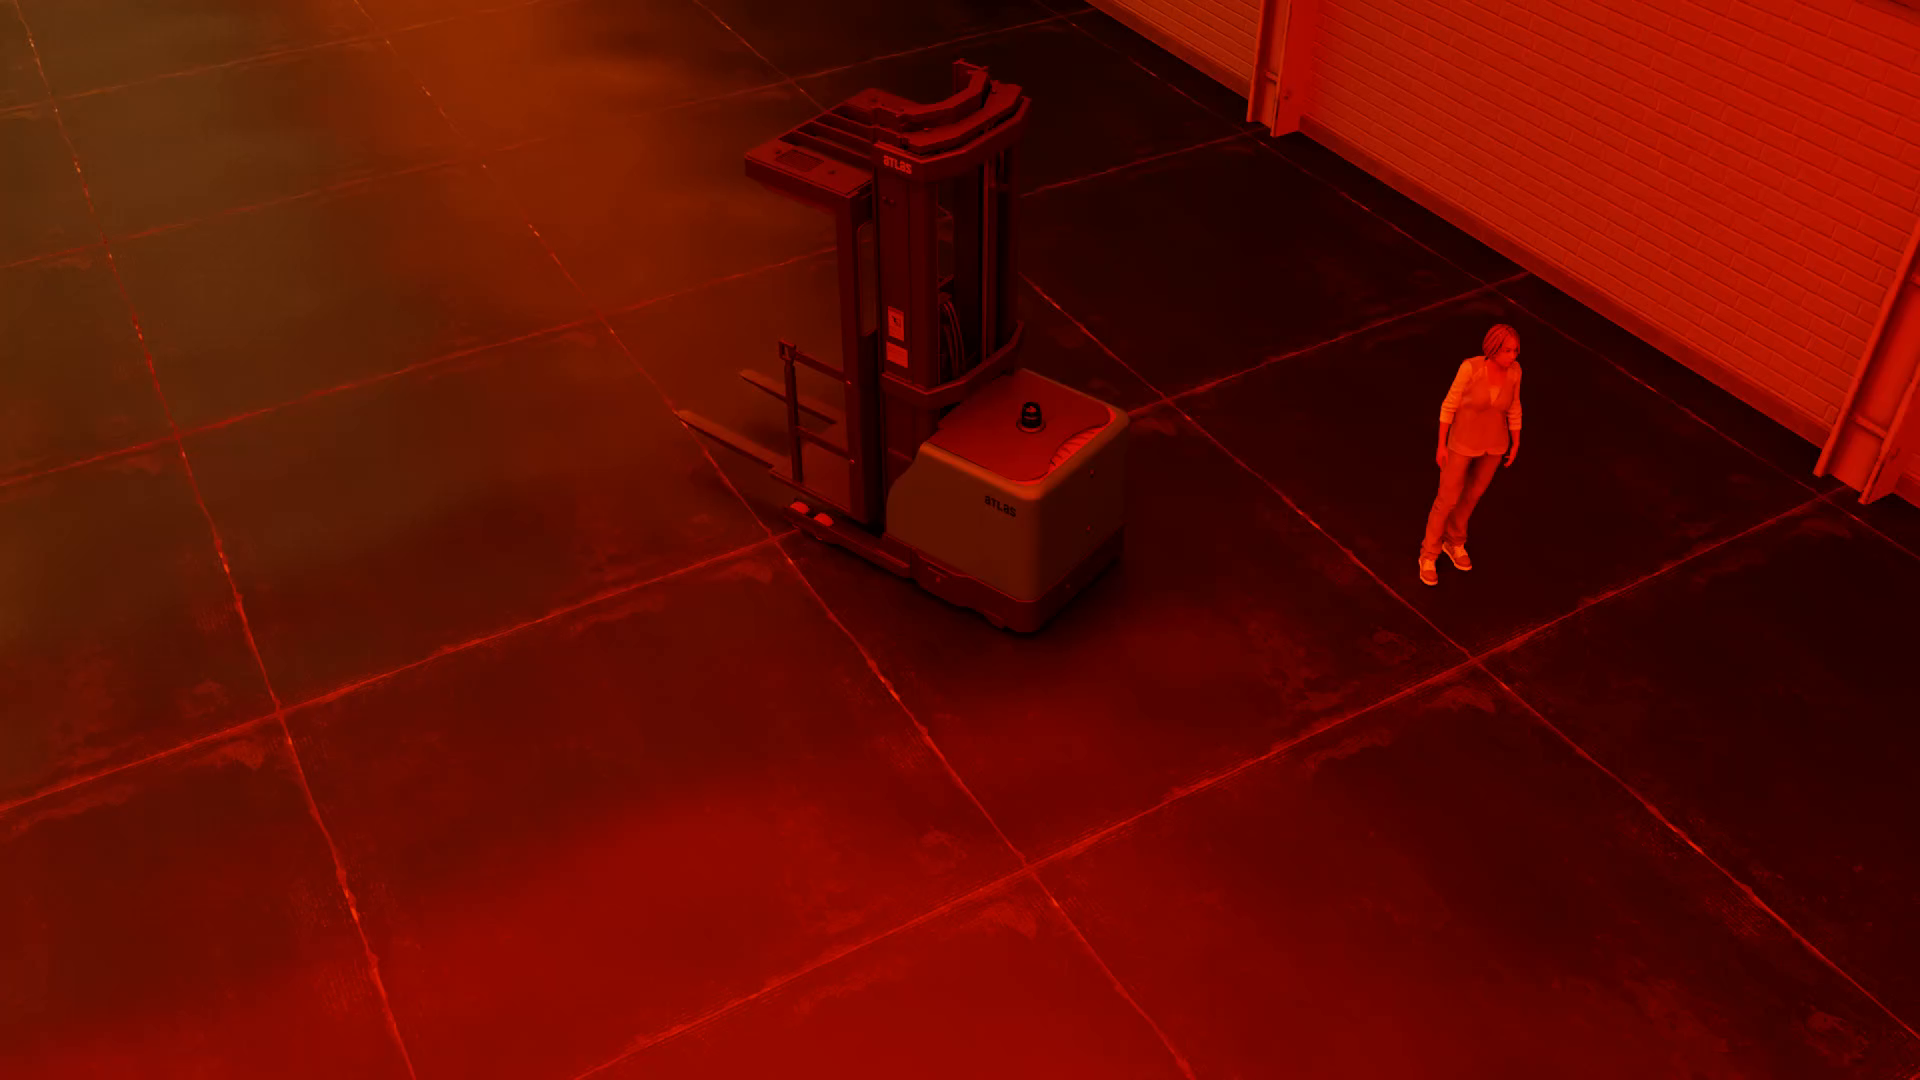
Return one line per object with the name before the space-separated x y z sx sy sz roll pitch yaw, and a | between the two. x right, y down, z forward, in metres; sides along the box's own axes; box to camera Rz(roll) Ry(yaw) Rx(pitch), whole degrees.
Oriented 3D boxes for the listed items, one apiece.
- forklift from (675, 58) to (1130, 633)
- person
forklift | -0.481 -1.366 9.683 3.031 2.935 1.130 26 46 28
person | 3.013 -0.494 9.664 0.518 1.598 0.475 -5 40 -6
